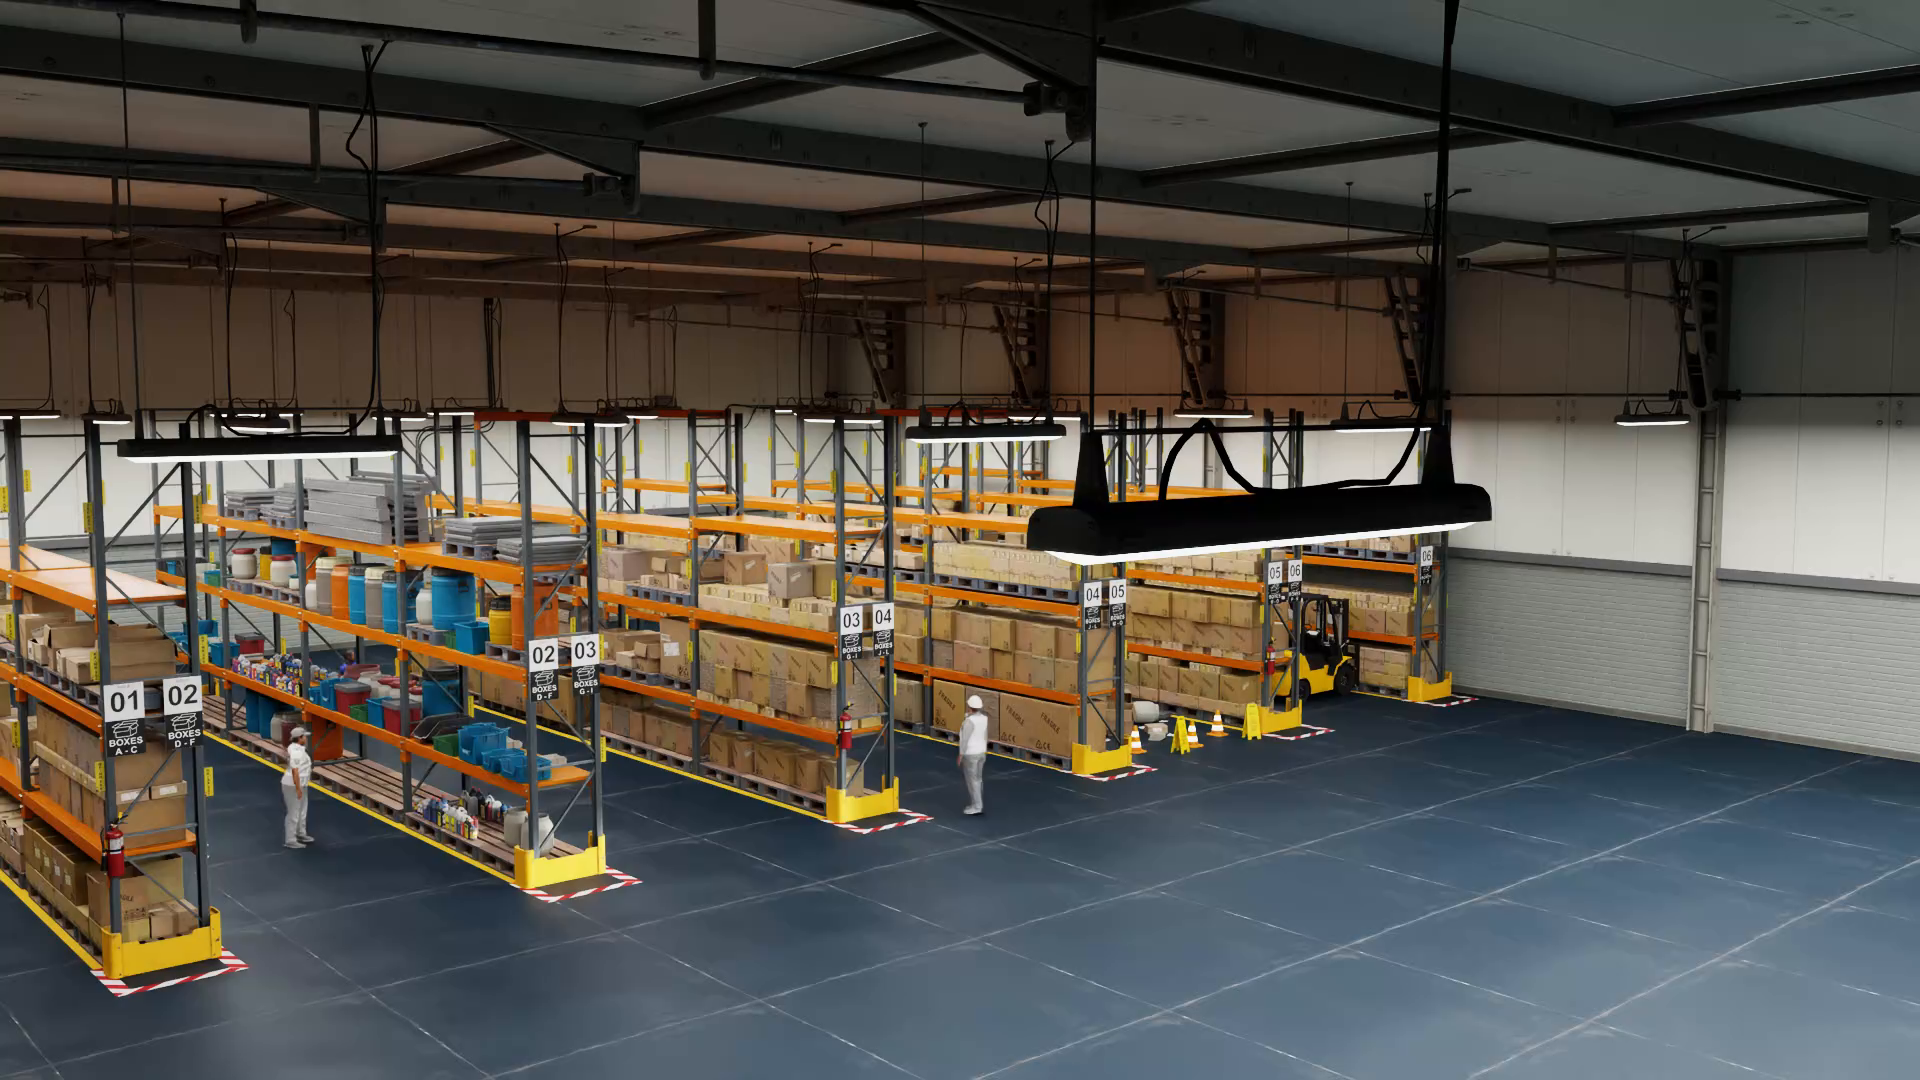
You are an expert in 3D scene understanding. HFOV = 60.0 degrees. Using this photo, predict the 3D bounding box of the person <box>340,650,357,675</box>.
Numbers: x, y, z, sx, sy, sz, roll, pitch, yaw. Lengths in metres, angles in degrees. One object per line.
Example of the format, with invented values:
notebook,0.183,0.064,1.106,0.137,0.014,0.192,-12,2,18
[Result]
person,-11.343,2.834,31.077,0.430,1.570,0.977,-4,6,-37

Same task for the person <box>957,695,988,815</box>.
person,0.201,3.241,25.165,0.388,1.793,0.581,3,6,34

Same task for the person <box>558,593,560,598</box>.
person,-9.510,2.039,39.110,0.721,1.747,1.023,-1,5,-16

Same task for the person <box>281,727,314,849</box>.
person,-9.298,3.460,23.332,0.420,1.686,0.573,-1,5,-11
